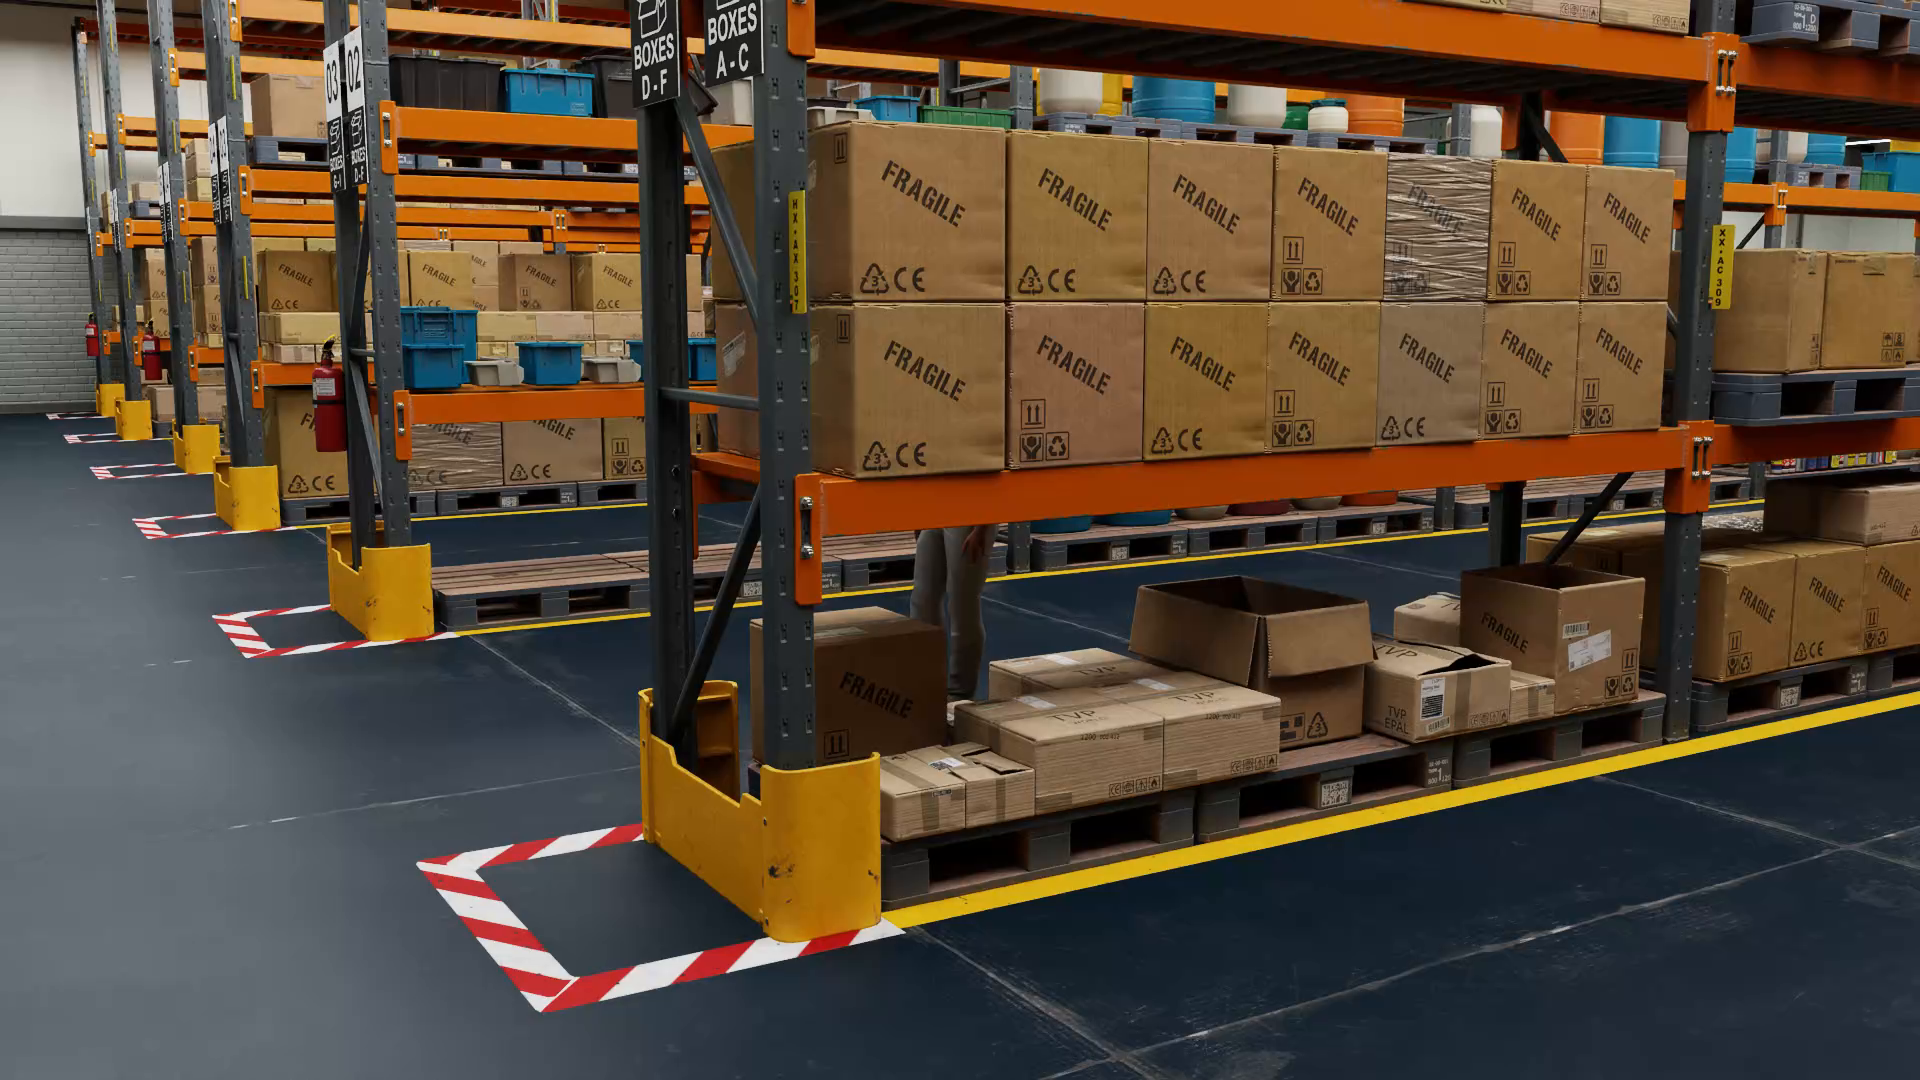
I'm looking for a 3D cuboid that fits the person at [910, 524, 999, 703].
[{"bbox_3d":[-0.071,-0.083,7.223,0.528,1.696,0.569,-5,10,-31],"label":"person"}]
